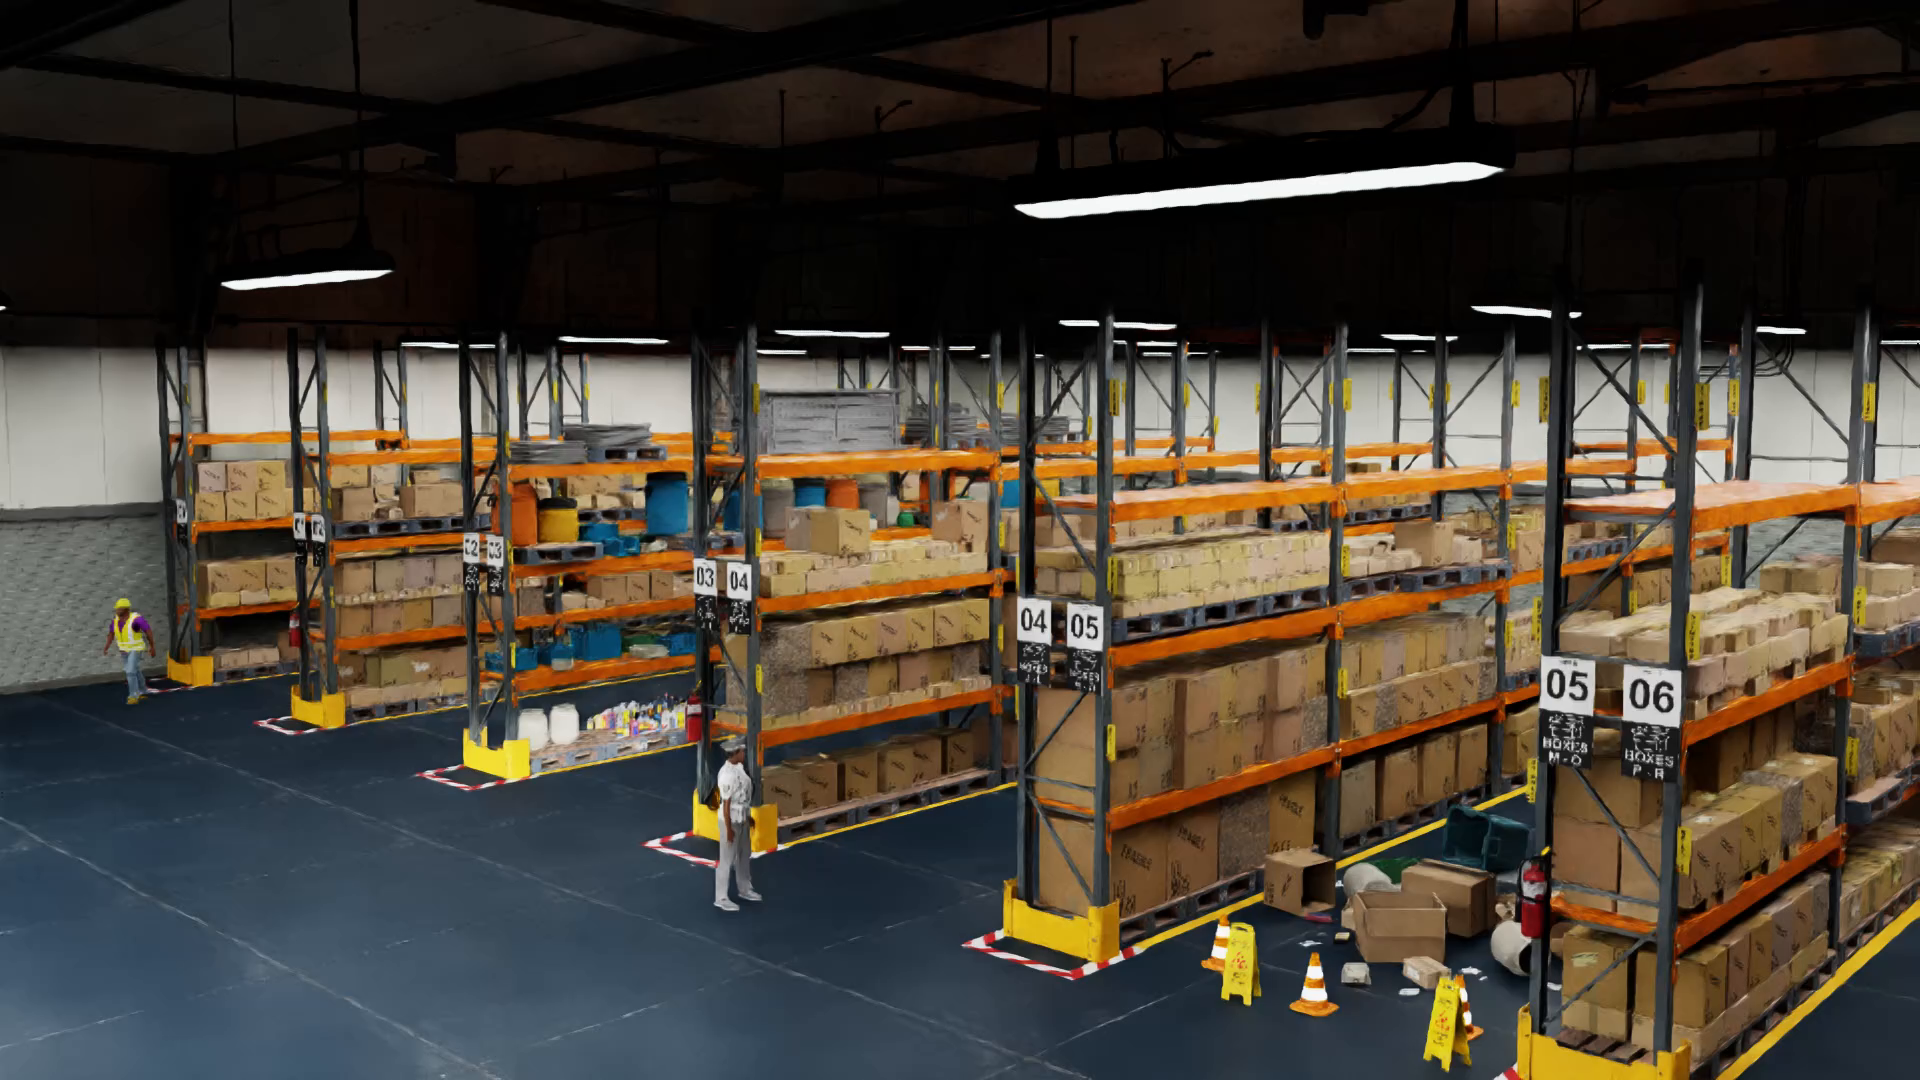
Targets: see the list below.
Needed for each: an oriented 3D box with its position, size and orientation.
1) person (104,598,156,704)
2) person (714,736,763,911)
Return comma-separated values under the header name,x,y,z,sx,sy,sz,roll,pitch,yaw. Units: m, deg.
name,x,y,z,sx,sy,sz,roll,pitch,yaw
person,-13.440,1.778,26.956,0.706,1.706,0.765,2,6,21
person,-2.190,2.786,16.433,0.422,1.664,0.500,1,6,13
